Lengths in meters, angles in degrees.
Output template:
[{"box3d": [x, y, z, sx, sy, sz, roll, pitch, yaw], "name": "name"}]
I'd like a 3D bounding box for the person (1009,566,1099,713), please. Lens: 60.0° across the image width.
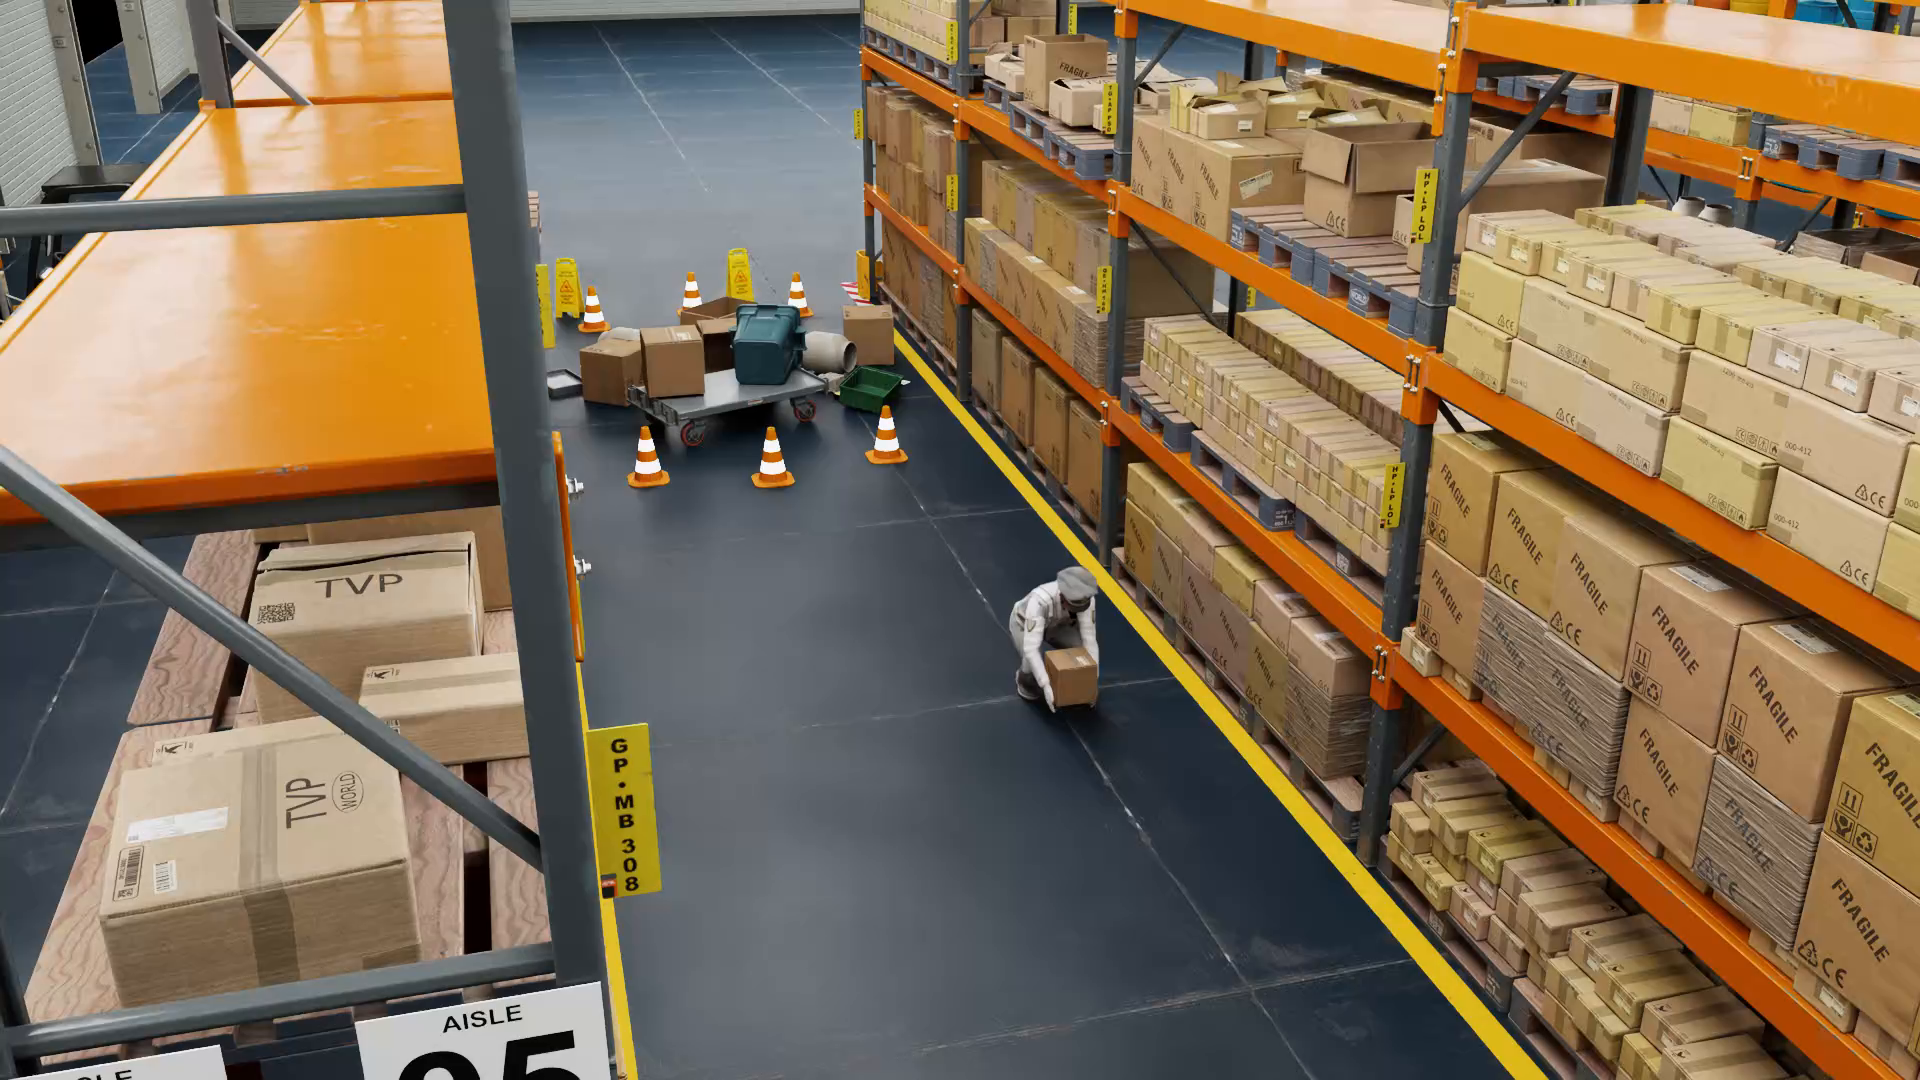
[{"box3d": [0.578, 0.558, 10.194, 0.491, 0.969, 0.828, -7, 24, -15], "name": "person"}]
